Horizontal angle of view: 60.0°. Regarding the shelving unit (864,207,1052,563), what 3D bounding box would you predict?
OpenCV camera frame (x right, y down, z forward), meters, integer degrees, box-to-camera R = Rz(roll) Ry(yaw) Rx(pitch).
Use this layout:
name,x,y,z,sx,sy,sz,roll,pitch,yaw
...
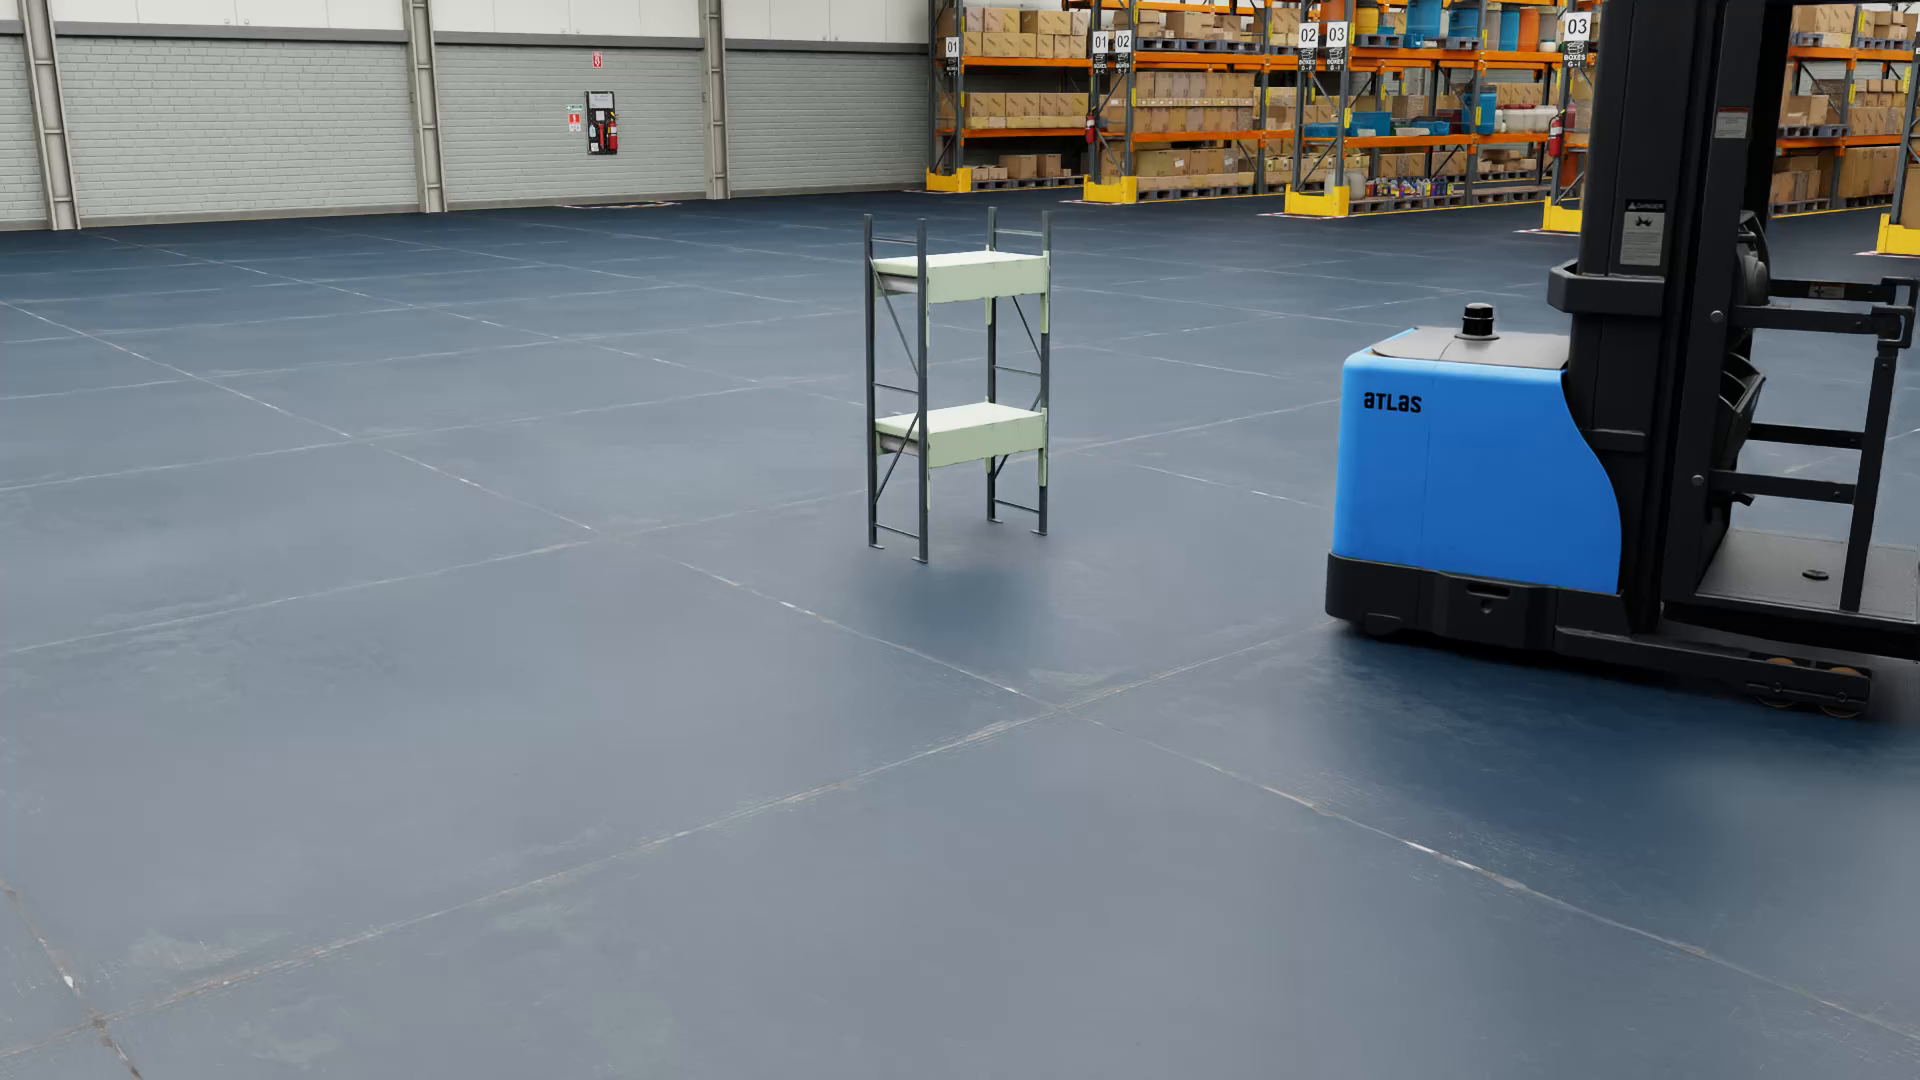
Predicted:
name,x,y,z,sx,sy,sz,roll,pitch,yaw
shelving unit,-0.005,-0.723,7.552,0.755,1.500,0.431,-13,19,-39

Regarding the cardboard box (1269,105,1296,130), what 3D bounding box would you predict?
name,x,y,z,sx,sy,sz,roll,pitch,yaw
cardboard box,6.953,-9.029,35.547,0.500,0.500,0.500,-11,18,-35

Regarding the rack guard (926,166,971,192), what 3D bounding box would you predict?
name,x,y,z,sx,sy,sz,roll,pitch,yaw
rack guard,-0.249,-7.856,36.193,0.348,0.500,1.175,-13,19,-39

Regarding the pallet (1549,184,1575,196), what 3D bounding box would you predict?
name,x,y,z,sx,sy,sz,roll,pitch,yaw
pallet,12.800,-7.272,34.566,1.213,0.211,1.003,-13,19,-39

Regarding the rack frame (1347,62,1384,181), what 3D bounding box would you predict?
name,x,y,z,sx,sy,sz,roll,pitch,yaw
rack frame,8.983,-9.443,37.288,0.127,3.000,1.000,-13,19,-39

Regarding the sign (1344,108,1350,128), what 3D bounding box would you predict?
name,x,y,z,sx,sy,sz,roll,pitch,yaw
sign,6.555,-7.148,28.162,0.005,0.325,0.100,-13,19,-39

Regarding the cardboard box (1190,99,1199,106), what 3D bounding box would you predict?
name,x,y,z,sx,sy,sz,roll,pitch,yaw
cardboard box,4.546,-8.734,33.184,0.250,0.149,0.380,-12,19,-39

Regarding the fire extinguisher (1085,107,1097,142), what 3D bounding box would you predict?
name,x,y,z,sx,sy,sz,roll,pitch,yaw
fire extinguisher,2.554,-8.120,32.488,0.183,0.674,0.296,-13,19,-39

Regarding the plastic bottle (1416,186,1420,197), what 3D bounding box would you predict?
name,x,y,z,sx,sy,sz,roll,pitch,yaw
plastic bottle,8.333,-6.356,30.303,0.097,0.201,0.097,0,15,0

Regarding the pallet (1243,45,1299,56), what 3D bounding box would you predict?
name,x,y,z,sx,sy,sz,roll,pitch,yaw
pallet,6.623,-10.274,34.957,1.217,0.209,0.805,-14,20,-42

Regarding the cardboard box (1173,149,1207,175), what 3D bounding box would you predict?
name,x,y,z,sx,sy,sz,roll,pitch,yaw
cardboard box,4.632,-7.625,33.545,0.500,0.500,0.500,-13,19,-39

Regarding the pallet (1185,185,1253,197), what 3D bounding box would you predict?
name,x,y,z,sx,sy,sz,roll,pitch,yaw
pallet,5.338,-7.291,34.637,1.213,0.211,1.003,-13,19,-39

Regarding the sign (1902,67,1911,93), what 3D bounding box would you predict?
name,x,y,z,sx,sy,sz,roll,pitch,yaw
sign,12.282,-5.957,21.537,0.005,0.325,0.100,-13,19,-39

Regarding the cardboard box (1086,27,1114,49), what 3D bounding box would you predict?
name,x,y,z,sx,sy,sz,roll,pitch,yaw
cardboard box,3.176,-11.506,38.193,0.500,0.500,0.500,-9,18,-32

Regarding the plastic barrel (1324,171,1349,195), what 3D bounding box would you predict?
name,x,y,z,sx,sy,sz,roll,pitch,yaw
plastic barrel,6.643,-6.250,29.342,0.421,0.512,0.421,0,15,0

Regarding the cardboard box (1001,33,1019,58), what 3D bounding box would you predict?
name,x,y,z,sx,sy,sz,roll,pitch,yaw
cardboard box,0.928,-10.739,36.096,0.500,0.500,0.500,-12,19,-37

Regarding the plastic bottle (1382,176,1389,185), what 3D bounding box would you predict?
name,x,y,z,sx,sy,sz,roll,pitch,yaw
plastic bottle,7.870,-6.573,30.825,0.185,0.351,0.144,-13,20,-40

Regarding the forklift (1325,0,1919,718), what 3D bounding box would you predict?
name,x,y,z,sx,sy,sz,roll,pitch,yaw
forklift,2.948,-0.980,5.740,3.031,2.935,1.130,8,17,29

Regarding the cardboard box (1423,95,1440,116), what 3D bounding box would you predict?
name,x,y,z,sx,sy,sz,roll,pitch,yaw
cardboard box,10.709,-10.060,38.592,0.700,0.500,0.500,10,18,33

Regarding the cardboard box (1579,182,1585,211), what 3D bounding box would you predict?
name,x,y,z,sx,sy,sz,roll,pitch,yaw
cardboard box,9.931,-5.256,25.644,0.500,0.500,0.500,-9,17,-29

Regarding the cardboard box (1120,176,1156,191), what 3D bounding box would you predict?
name,x,y,z,sx,sy,sz,roll,pitch,yaw
cardboard box,3.499,-7.009,32.693,0.500,0.250,0.500,-13,19,-39

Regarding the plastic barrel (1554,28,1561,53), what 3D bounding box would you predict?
name,x,y,z,sx,sy,sz,roll,pitch,yaw
plastic barrel,11.797,-9.988,33.300,0.421,0.512,0.421,0,15,0

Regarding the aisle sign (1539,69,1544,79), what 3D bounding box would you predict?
name,x,y,z,sx,sy,sz,roll,pitch,yaw
aisle sign,14.877,-12.122,42.283,0.004,0.787,0.394,-13,19,-39

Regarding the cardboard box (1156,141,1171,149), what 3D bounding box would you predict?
name,x,y,z,sx,sy,sz,roll,pitch,yaw
cardboard box,4.749,-9.557,40.254,0.500,0.250,0.500,-12,19,-38

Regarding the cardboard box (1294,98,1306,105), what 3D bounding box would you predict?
name,x,y,z,sx,sy,sz,roll,pitch,yaw
cardboard box,8.564,-11.158,42.902,0.500,0.500,0.500,-13,20,-40

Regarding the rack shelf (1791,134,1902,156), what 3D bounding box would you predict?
name,x,y,z,sx,sy,sz,roll,pitch,yaw
rack shelf,16.992,-7.505,31.427,4.000,0.370,1.077,-13,19,-39

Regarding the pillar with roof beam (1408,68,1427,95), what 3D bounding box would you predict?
name,x,y,z,sx,sy,sz,roll,pitch,yaw
pillar with roof beam,16.059,-14.448,44.400,0.400,9.000,9.100,-13,19,-39

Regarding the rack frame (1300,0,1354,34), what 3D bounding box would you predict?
name,x,y,z,sx,sy,sz,roll,pitch,yaw
rack frame,6.197,-10.021,27.827,0.127,3.000,1.000,-13,19,-39

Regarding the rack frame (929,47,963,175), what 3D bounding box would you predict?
name,x,y,z,sx,sy,sz,roll,pitch,yaw
rack frame,-0.306,-9.051,35.822,0.127,3.000,1.000,-13,19,-39

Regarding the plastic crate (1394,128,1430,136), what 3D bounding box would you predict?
name,x,y,z,sx,sy,sz,roll,pitch,yaw
plastic crate,8.156,-7.348,29.958,0.437,0.136,0.530,-13,19,-39

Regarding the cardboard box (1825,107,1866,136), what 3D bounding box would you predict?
name,x,y,z,sx,sy,sz,roll,pitch,yaw
cardboard box,16.029,-7.591,30.162,0.500,0.500,0.500,-12,19,-38

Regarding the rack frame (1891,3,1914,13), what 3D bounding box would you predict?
name,x,y,z,sx,sy,sz,roll,pitch,yaw
rack frame,18.501,-11.089,31.828,0.127,3.000,1.000,-13,19,-39

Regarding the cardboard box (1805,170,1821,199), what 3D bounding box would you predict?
name,x,y,z,sx,sy,sz,roll,pitch,yaw
cardboard box,14.991,-6.401,29.892,0.500,0.500,0.700,-14,20,-42

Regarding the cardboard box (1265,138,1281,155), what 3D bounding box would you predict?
name,x,y,z,sx,sy,sz,roll,pitch,yaw
cardboard box,7.673,-9.962,42.583,0.750,0.750,0.750,-12,19,-38

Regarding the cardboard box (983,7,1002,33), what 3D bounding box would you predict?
name,x,y,z,sx,sy,sz,roll,pitch,yaw
cardboard box,0.555,-11.134,35.639,0.500,0.500,0.500,-13,20,-40

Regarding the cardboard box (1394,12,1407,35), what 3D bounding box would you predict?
name,x,y,z,sx,sy,sz,roll,pitch,yaw
cardboard box,9.701,-11.582,37.354,0.500,0.500,0.500,-13,19,-39

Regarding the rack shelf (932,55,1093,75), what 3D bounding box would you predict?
name,x,y,z,sx,sy,sz,roll,pitch,yaw
rack shelf,1.203,-10.491,36.796,4.000,0.370,1.077,-13,19,-39

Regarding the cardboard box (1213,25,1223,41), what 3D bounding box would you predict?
name,x,y,z,sx,sy,sz,roll,pitch,yaw
cardboard box,5.006,-10.316,33.833,0.500,0.311,0.500,-14,20,-42

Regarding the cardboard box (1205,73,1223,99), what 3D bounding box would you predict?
name,x,y,z,sx,sy,sz,roll,pitch,yaw
cardboard box,4.877,-9.193,33.646,0.500,0.500,0.700,-13,20,-39

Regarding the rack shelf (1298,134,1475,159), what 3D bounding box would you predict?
name,x,y,z,sx,sy,sz,roll,pitch,yaw
rack shelf,7.706,-7.114,29.963,4.000,0.370,1.077,-13,19,-39

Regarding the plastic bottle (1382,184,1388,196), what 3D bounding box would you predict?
name,x,y,z,sx,sy,sz,roll,pitch,yaw
plastic bottle,7.842,-6.453,30.666,0.097,0.201,0.097,0,15,0

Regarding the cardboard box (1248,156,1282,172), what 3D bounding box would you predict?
name,x,y,z,sx,sy,sz,roll,pitch,yaw
cardboard box,6.441,-7.932,35.060,0.500,0.311,0.500,-13,19,-39

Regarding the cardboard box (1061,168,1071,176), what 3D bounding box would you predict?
name,x,y,z,sx,sy,sz,roll,pitch,yaw
cardboard box,2.327,-8.476,38.307,0.380,0.166,0.250,13,20,40

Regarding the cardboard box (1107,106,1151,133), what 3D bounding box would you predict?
name,x,y,z,sx,sy,sz,roll,pitch,yaw
cardboard box,3.309,-8.212,32.488,0.500,0.500,0.700,-13,19,-39

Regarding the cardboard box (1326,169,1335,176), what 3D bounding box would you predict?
name,x,y,z,sx,sy,sz,roll,pitch,yaw
cardboard box,7.979,-8.008,36.431,0.500,0.250,0.500,-12,19,-38

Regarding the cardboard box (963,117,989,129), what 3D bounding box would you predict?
name,x,y,z,sx,sy,sz,roll,pitch,yaw
cardboard box,0.270,-9.009,35.917,0.500,0.250,0.500,-13,20,-41

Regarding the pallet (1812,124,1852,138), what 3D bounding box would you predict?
name,x,y,z,sx,sy,sz,roll,pitch,yaw
pallet,15.016,-7.279,29.561,1.003,0.211,1.213,-13,19,-39

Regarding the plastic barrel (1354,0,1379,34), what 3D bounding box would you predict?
name,x,y,z,sx,sy,sz,roll,pitch,yaw
plastic barrel,6.974,-9.083,28.952,0.600,0.588,0.600,0,15,0

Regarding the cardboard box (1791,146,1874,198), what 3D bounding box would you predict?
name,x,y,z,sx,sy,sz,roll,pitch,yaw
cardboard box,16.018,-6.803,30.708,0.875,0.875,1.225,-14,20,-42

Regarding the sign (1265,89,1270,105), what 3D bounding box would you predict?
name,x,y,z,sx,sy,sz,roll,pitch,yaw
sign,6.331,-9.114,34.226,0.005,0.325,0.100,-13,19,-39

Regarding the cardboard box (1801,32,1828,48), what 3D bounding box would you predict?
name,x,y,z,sx,sy,sz,roll,pitch,yaw
cardboard box,14.540,-8.591,28.576,0.500,0.250,0.500,-12,19,-38

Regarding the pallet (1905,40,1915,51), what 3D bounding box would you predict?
name,x,y,z,sx,sy,sz,roll,pitch,yaw
pallet,17.842,-9.383,31.622,1.217,0.209,0.805,-14,20,-42

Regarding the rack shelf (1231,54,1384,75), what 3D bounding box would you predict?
name,x,y,z,sx,sy,sz,roll,pitch,yaw
rack shelf,7.475,-10.205,35.725,4.000,0.370,1.077,-13,19,-39

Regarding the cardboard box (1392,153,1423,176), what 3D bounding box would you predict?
name,x,y,z,sx,sy,sz,roll,pitch,yaw
cardboard box,10.287,-8.643,38.285,0.500,0.500,0.500,-13,20,-40
